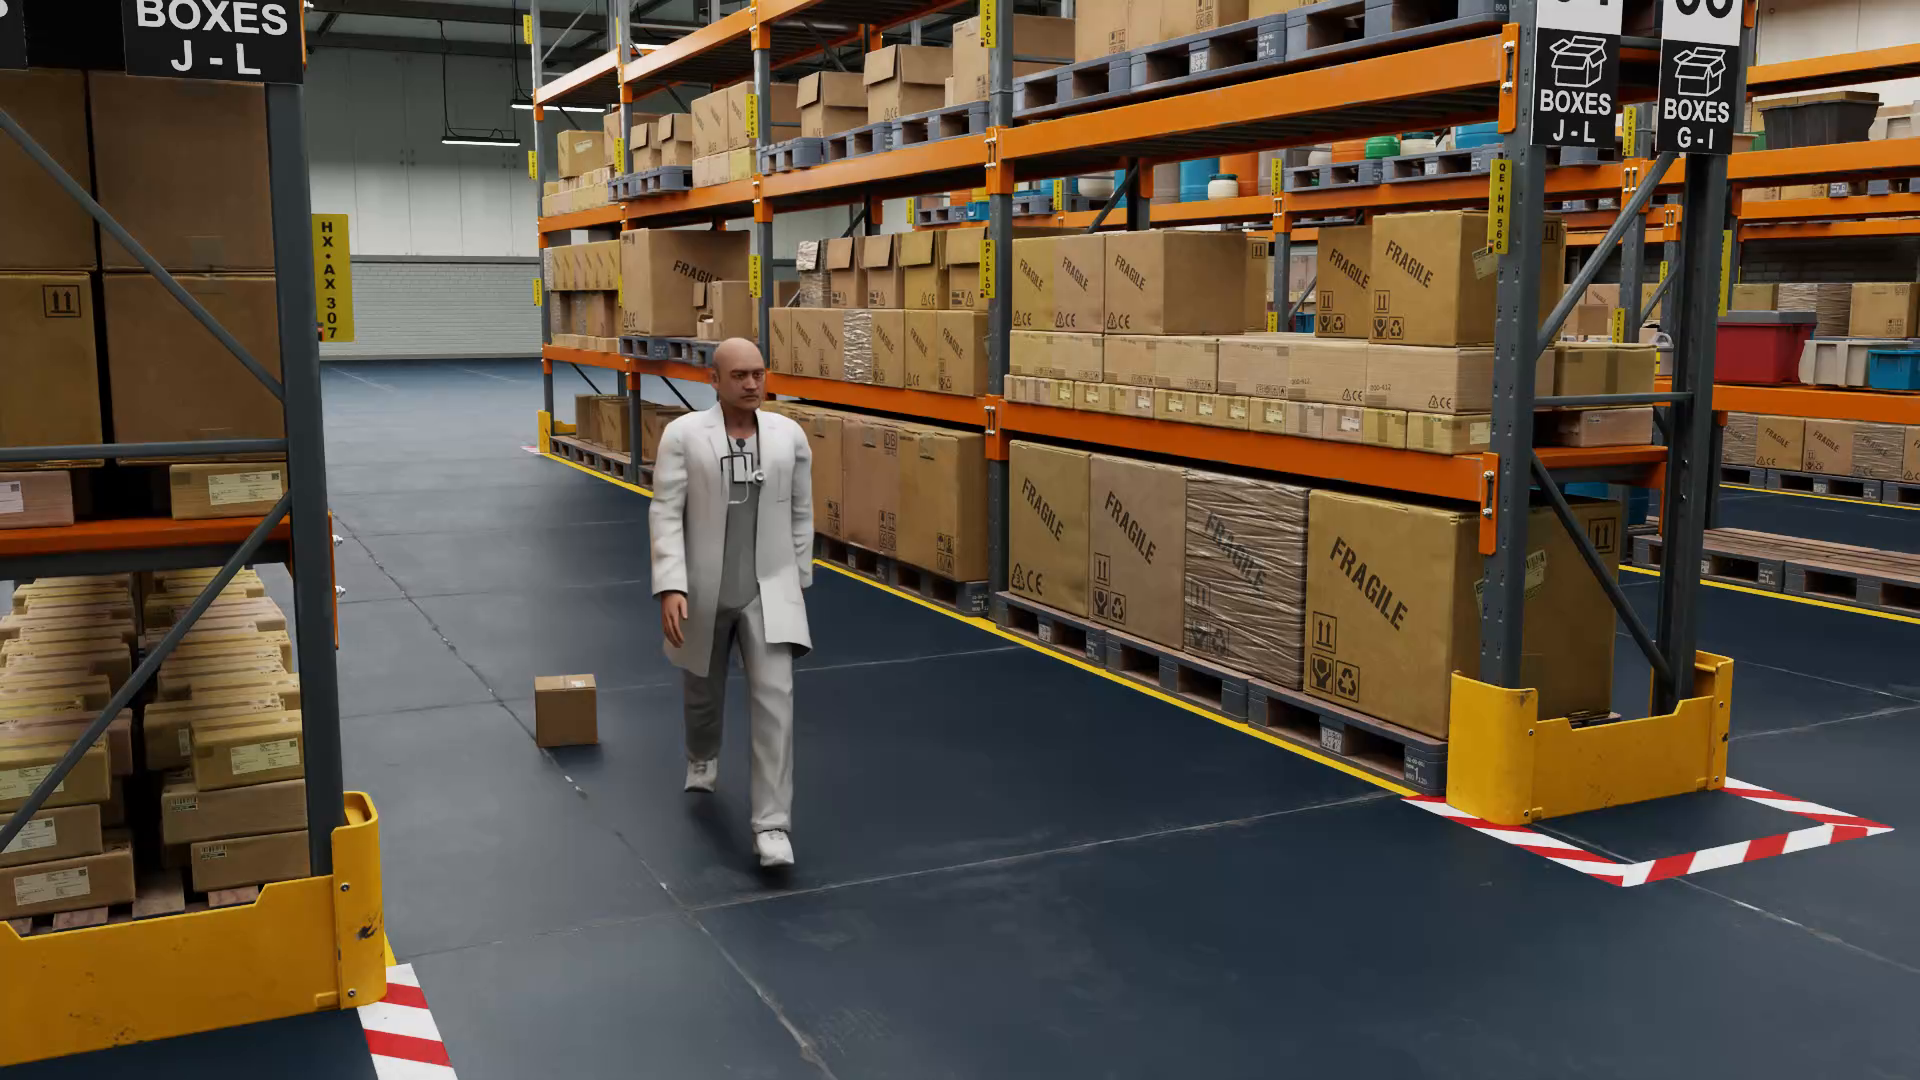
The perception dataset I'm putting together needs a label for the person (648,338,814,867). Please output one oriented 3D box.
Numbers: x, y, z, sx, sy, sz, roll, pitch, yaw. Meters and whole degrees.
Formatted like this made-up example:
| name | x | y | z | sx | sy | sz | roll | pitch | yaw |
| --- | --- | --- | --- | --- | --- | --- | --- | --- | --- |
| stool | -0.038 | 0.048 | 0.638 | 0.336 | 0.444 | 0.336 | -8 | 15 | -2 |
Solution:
| name | x | y | z | sx | sy | sz | roll | pitch | yaw |
| --- | --- | --- | --- | --- | --- | --- | --- | --- | --- |
| person | -0.779 | 0.167 | 5.745 | 0.576 | 1.724 | 1.177 | -2 | 9 | -12 |
